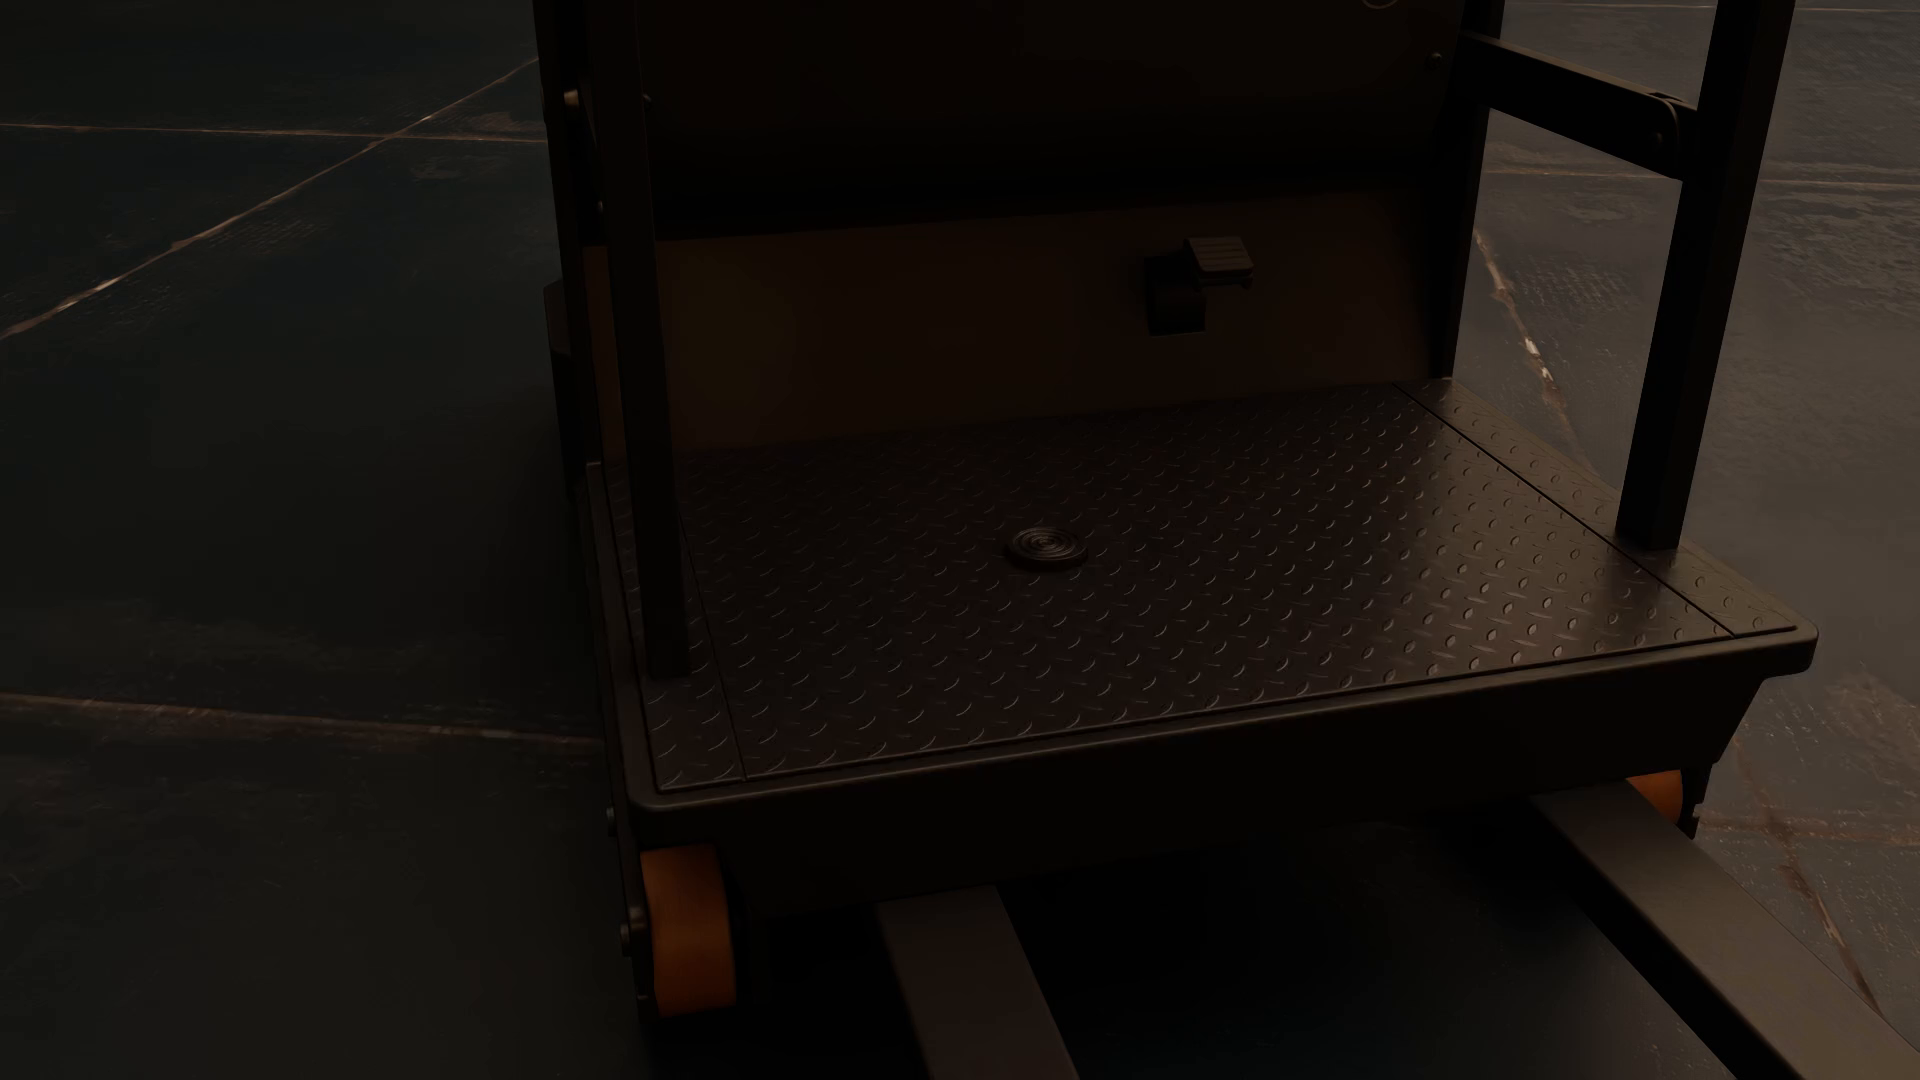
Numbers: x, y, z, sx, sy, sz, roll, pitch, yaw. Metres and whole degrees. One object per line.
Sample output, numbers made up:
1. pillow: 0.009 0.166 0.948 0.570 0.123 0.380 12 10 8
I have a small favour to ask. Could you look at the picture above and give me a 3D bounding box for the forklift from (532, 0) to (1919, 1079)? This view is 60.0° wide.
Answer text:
1. forklift: 0.153 -1.049 1.319 1.130 2.935 3.031 -7 27 -13
